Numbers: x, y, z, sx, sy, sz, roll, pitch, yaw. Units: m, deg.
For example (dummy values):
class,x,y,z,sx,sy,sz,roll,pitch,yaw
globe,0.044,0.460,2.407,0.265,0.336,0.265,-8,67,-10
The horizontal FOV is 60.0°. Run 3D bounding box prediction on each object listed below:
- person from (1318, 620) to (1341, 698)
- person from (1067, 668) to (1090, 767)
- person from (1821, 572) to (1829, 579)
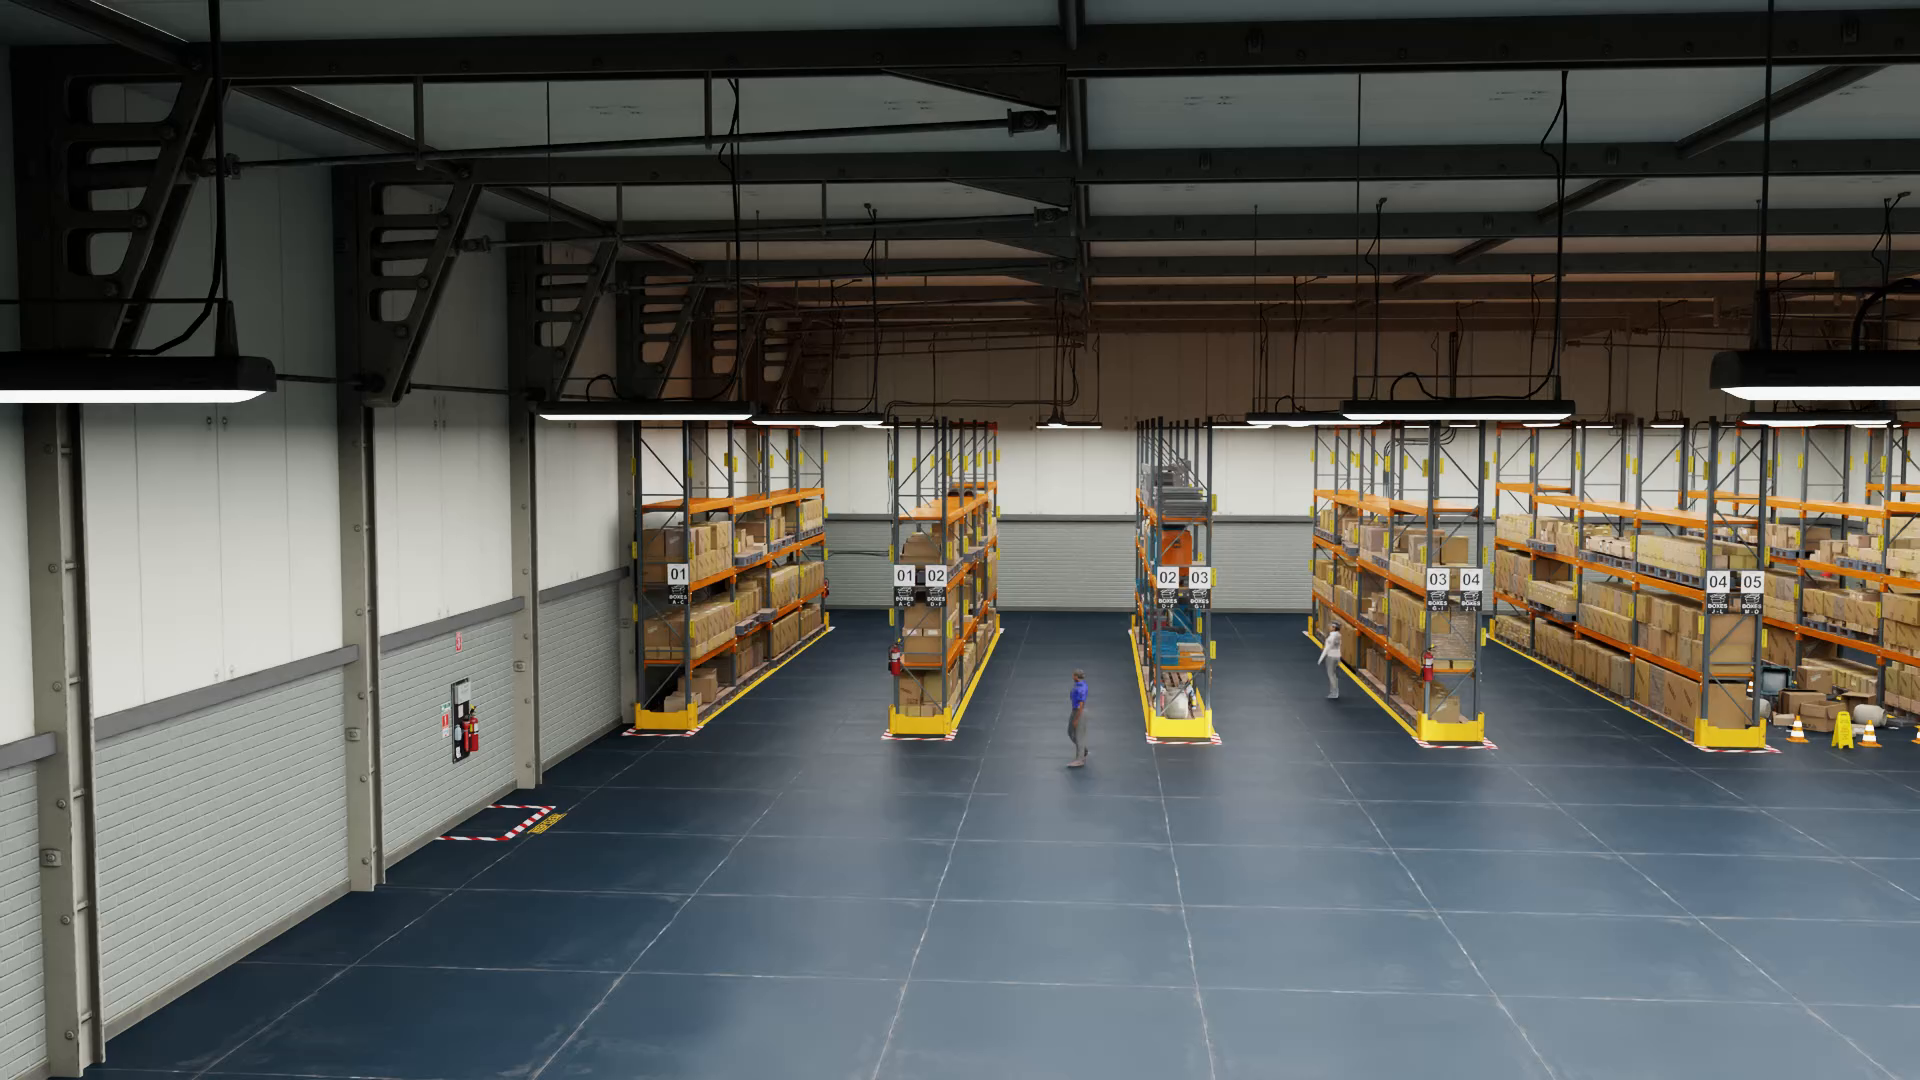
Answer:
class,x,y,z,sx,sy,sz,roll,pitch,yaw
person,7.956,2.565,35.651,0.568,1.726,0.435,-2,4,-32
person,2.036,3.022,28.554,0.453,1.665,0.549,-1,4,-8
person,24.403,1.776,46.789,0.754,1.767,0.576,0,4,4
